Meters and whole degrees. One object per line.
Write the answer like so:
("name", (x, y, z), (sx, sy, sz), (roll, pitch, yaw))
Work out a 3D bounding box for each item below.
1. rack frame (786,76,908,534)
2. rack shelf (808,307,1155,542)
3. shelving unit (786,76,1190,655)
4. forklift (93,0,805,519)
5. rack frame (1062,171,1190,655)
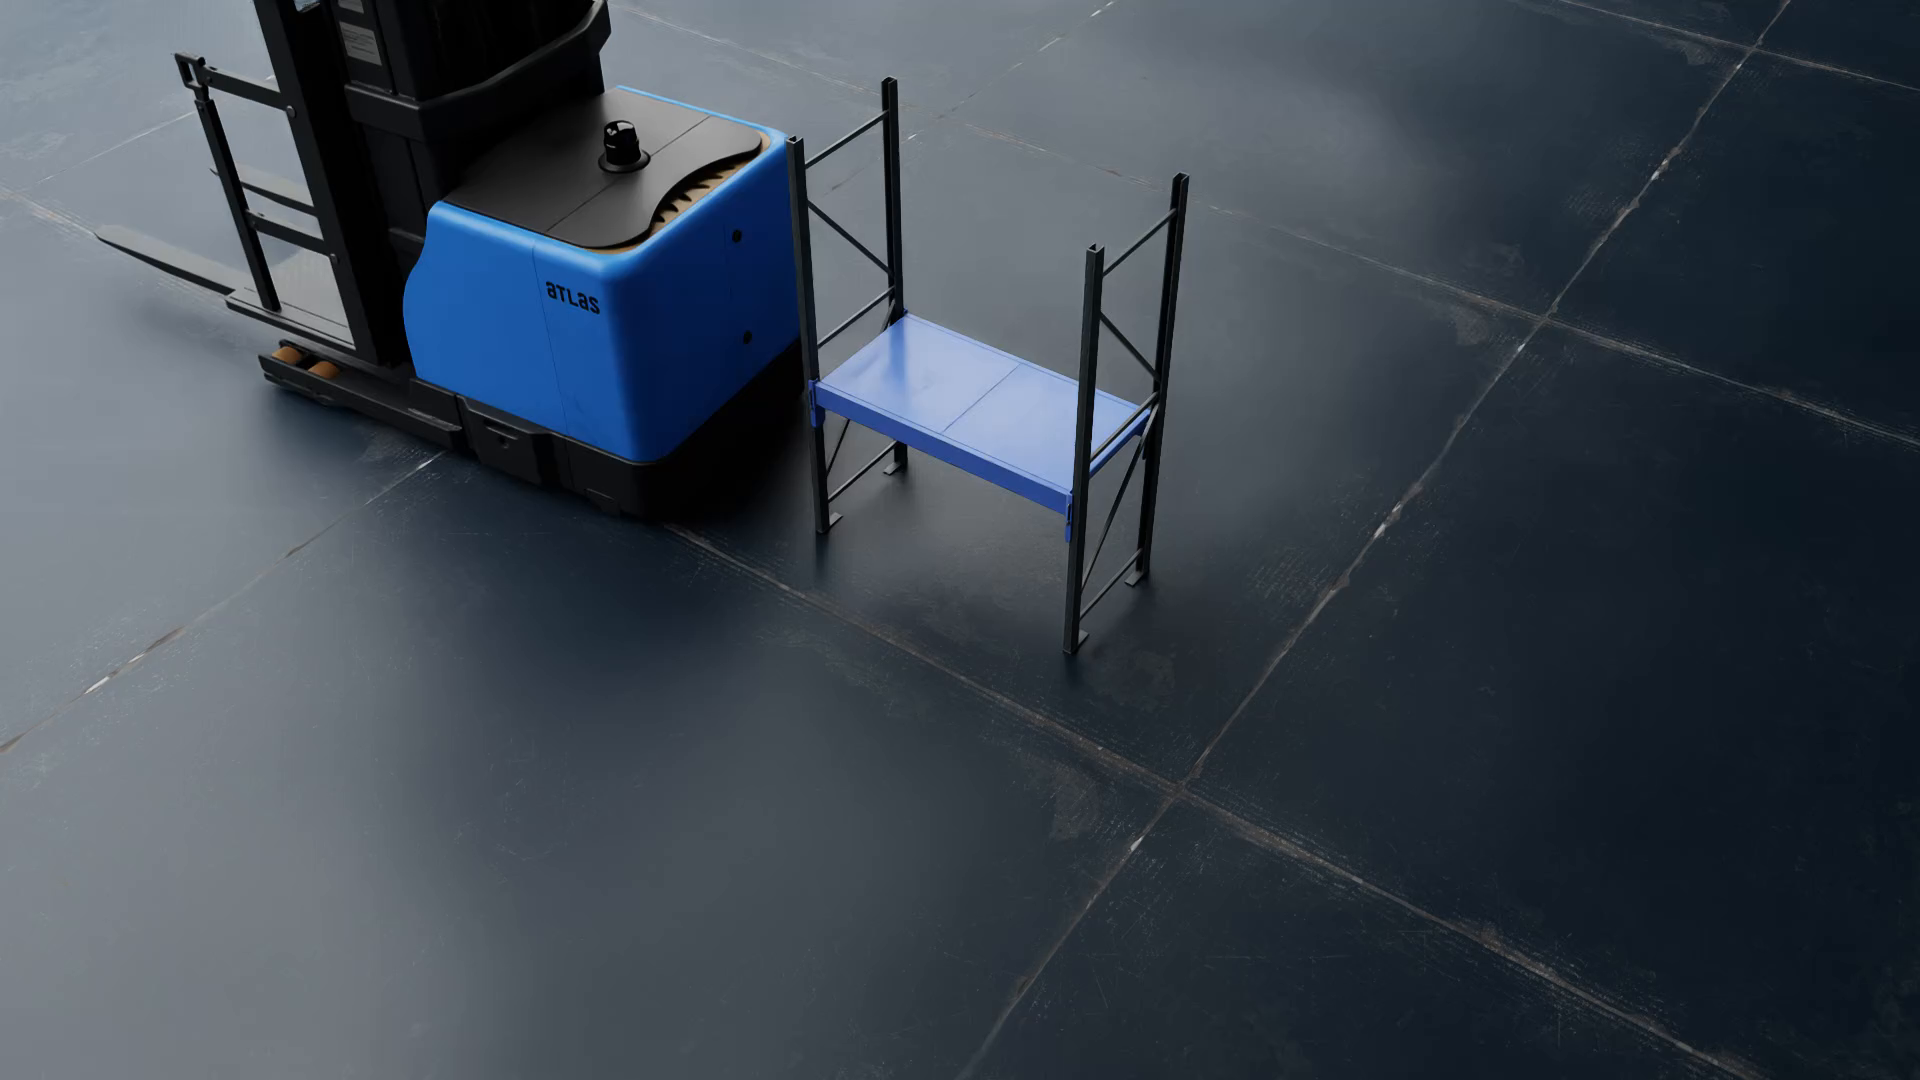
("rack frame", (-0.346, -0.721, 5.431), (0.032, 1.500, 0.500), (25, 48, 25))
("rack shelf", (0.070, -0.392, 5.333), (1.000, 0.185, 0.538), (25, 48, 25))
("shelving unit", (0.070, -0.526, 5.213), (1.048, 1.500, 0.538), (25, 48, 25))
("forklift", (-2.080, -1.887, 5.661), (3.031, 2.935, 1.130), (21, 46, 22))
("rack frame", (0.486, -0.332, 4.996), (0.032, 1.500, 0.500), (25, 48, 25))
